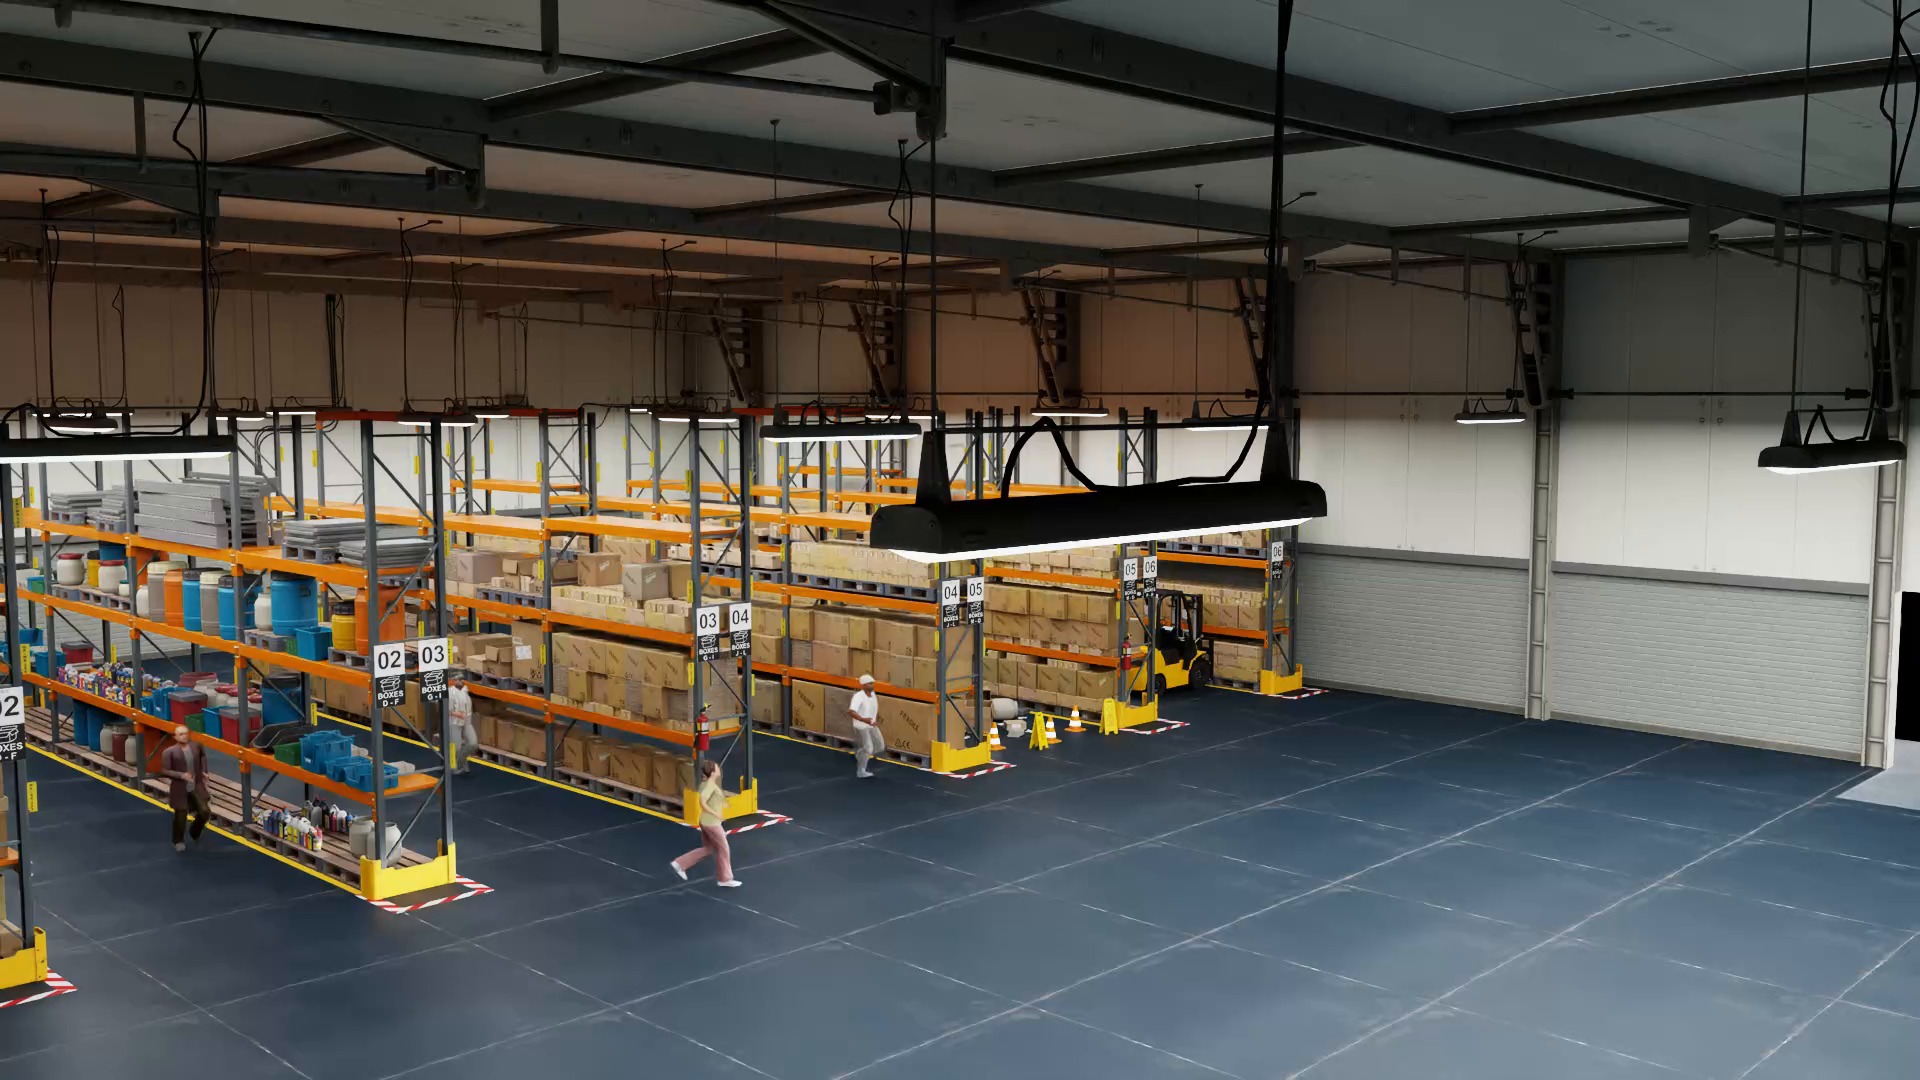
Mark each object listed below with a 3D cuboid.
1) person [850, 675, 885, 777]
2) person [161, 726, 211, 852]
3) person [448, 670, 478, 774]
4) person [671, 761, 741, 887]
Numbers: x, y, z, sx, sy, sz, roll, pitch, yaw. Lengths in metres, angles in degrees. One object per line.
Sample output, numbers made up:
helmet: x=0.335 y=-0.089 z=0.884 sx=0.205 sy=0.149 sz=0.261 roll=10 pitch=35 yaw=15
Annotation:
person: x=-1.526 y=3.064 z=27.320 sx=0.611 sy=1.725 sz=0.728 roll=3 pitch=6 yaw=32
person: x=-10.593 y=3.427 z=22.816 sx=0.684 sy=1.763 sz=0.765 roll=-5 pitch=7 yaw=-44
person: x=-8.263 y=3.030 z=27.496 sx=0.649 sy=1.776 sz=0.660 roll=4 pitch=6 yaw=37
person: x=-3.229 y=3.635 z=21.184 sx=0.885 sy=1.668 sz=0.584 roll=-2 pitch=5 yaw=-19
